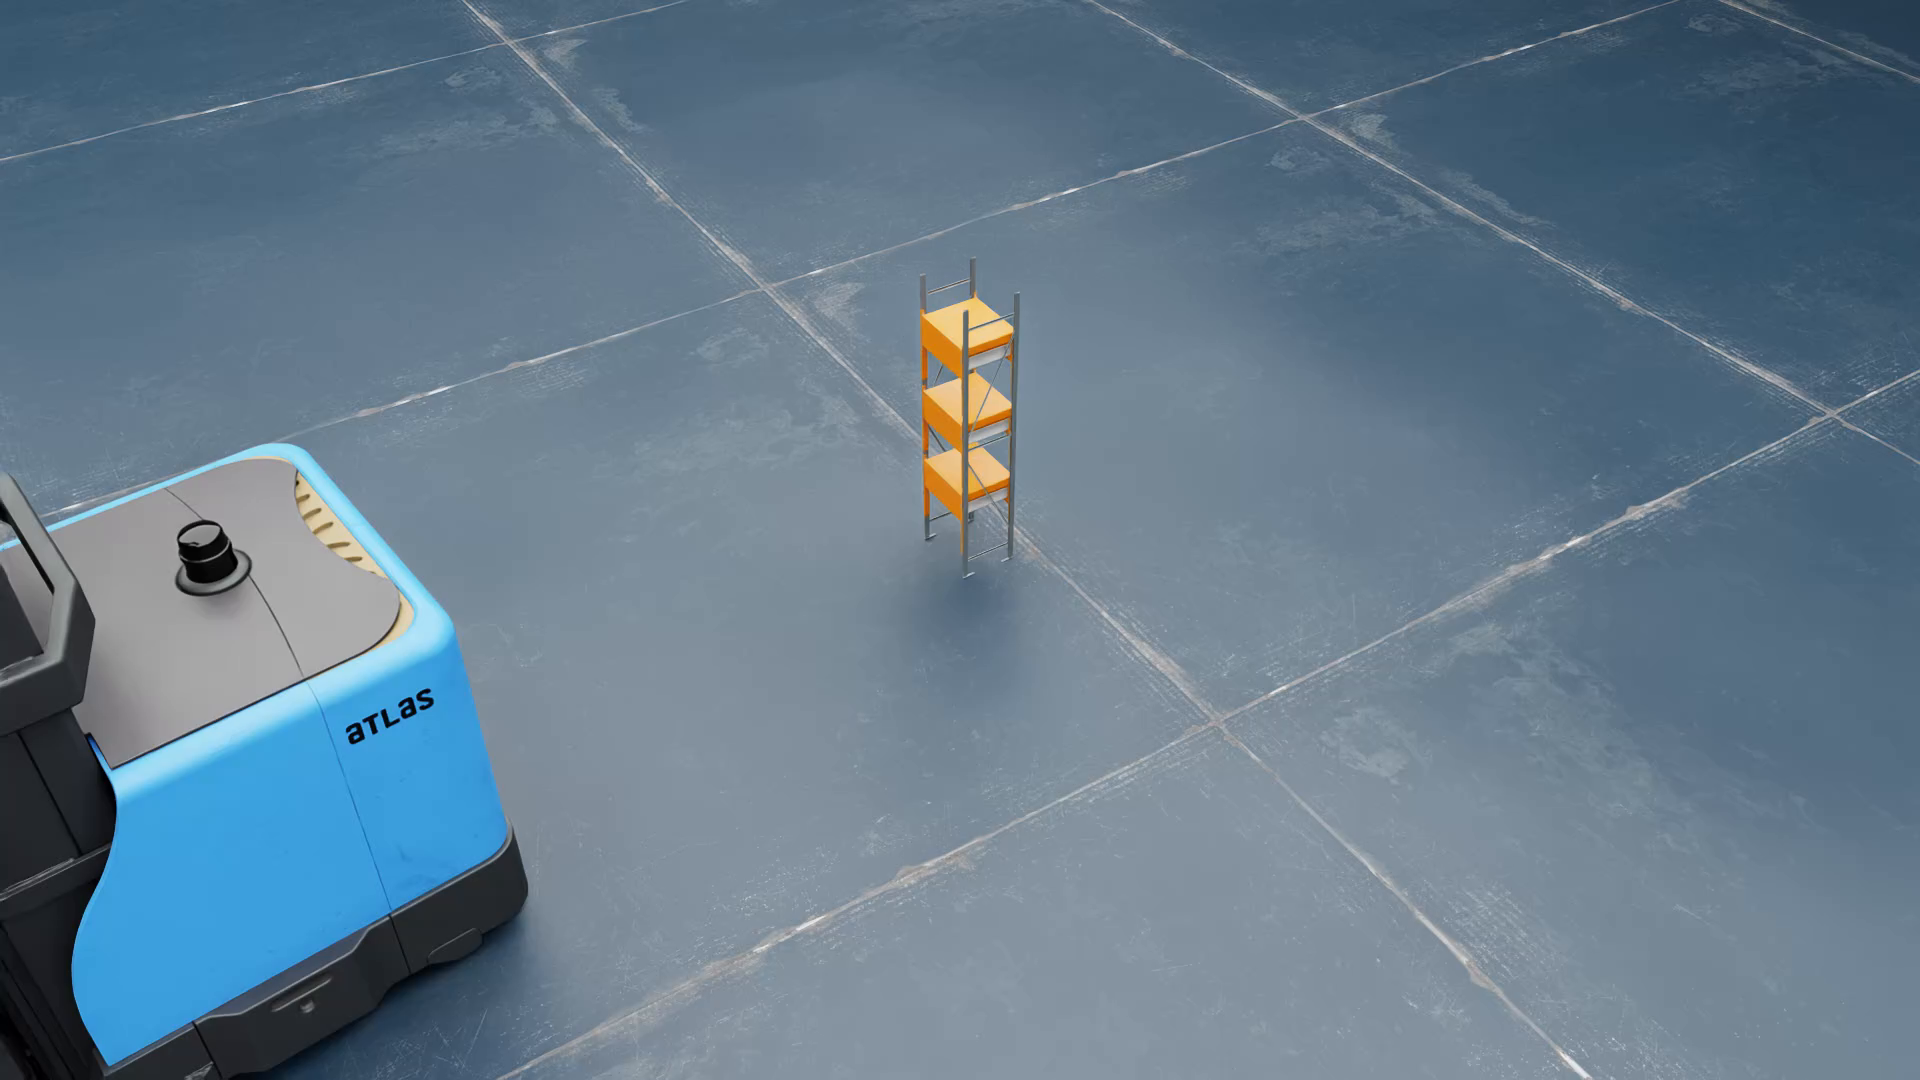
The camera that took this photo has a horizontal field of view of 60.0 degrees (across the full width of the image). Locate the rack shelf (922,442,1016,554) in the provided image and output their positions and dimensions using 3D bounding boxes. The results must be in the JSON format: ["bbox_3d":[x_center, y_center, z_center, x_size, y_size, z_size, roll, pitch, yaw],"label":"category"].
[{"bbox_3d":[0.029,-0.153,5.564,0.215,0.259,0.240,-22,45,-24],"label":"rack shelf"}]

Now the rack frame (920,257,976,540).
[{"bbox_3d":[-0.037,-0.440,5.458,0.200,1.050,0.008,-22,45,-24],"label":"rack frame"}]

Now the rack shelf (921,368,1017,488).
[{"bbox_3d":[0.029,-0.366,5.386,0.215,0.259,0.240,-22,45,-24],"label":"rack shelf"}]

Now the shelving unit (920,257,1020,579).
[{"bbox_3d":[0.029,-0.374,5.379,0.215,1.050,0.252,-22,45,-24],"label":"shelving unit"}]

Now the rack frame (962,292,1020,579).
[{"bbox_3d":[0.094,-0.309,5.300,0.200,1.050,0.008,-22,45,-24],"label":"rack frame"}]

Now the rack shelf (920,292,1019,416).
[{"bbox_3d":[0.029,-0.584,5.204,0.215,0.259,0.240,-22,45,-24],"label":"rack shelf"}]

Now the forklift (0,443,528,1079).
[{"bbox_3d":[-2.627,0.253,3.157,3.031,2.935,1.130,-28,47,-29],"label":"forklift"}]
